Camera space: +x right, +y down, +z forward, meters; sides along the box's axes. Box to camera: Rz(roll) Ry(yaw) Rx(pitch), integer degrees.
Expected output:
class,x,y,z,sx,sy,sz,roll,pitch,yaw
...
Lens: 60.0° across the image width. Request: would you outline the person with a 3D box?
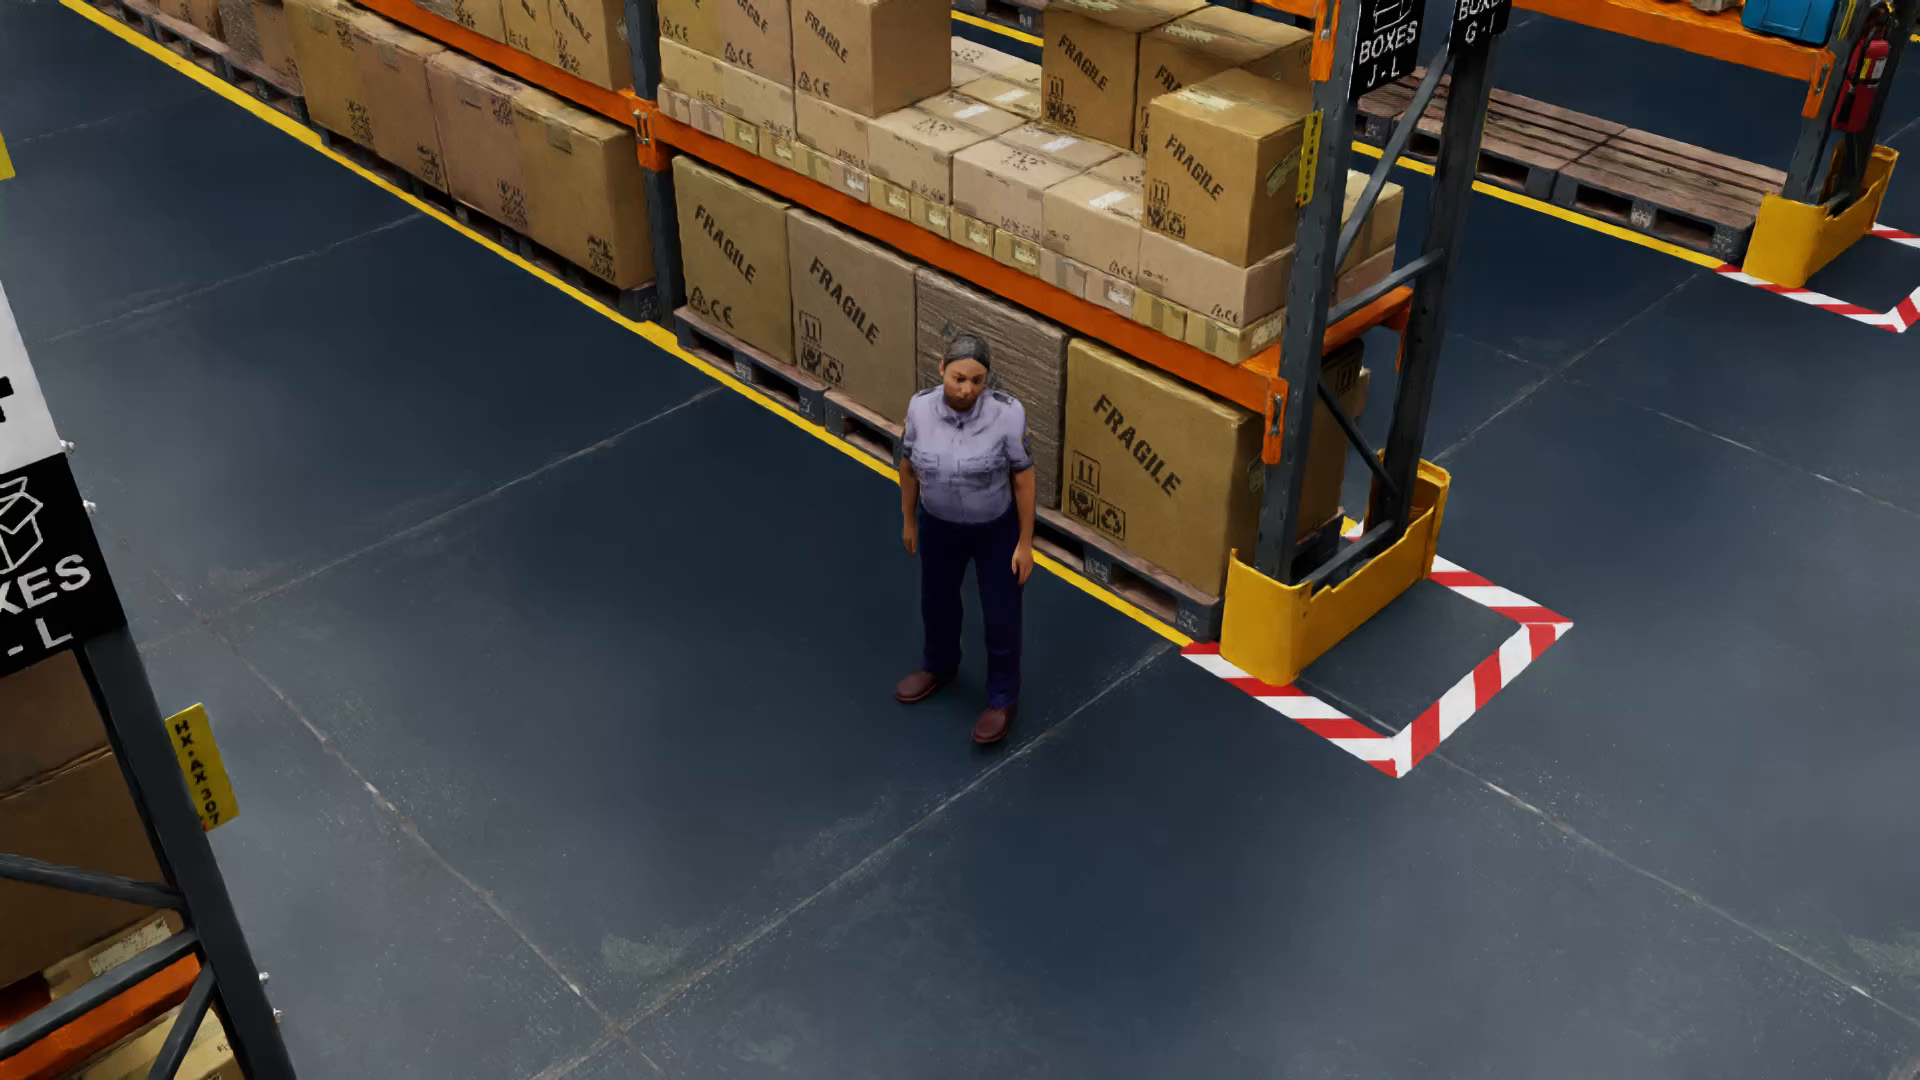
class,x,y,z,sx,sy,sz,roll,pitch,yaw
person,0.004,-0.006,6.126,0.565,1.657,0.451,11,37,15
